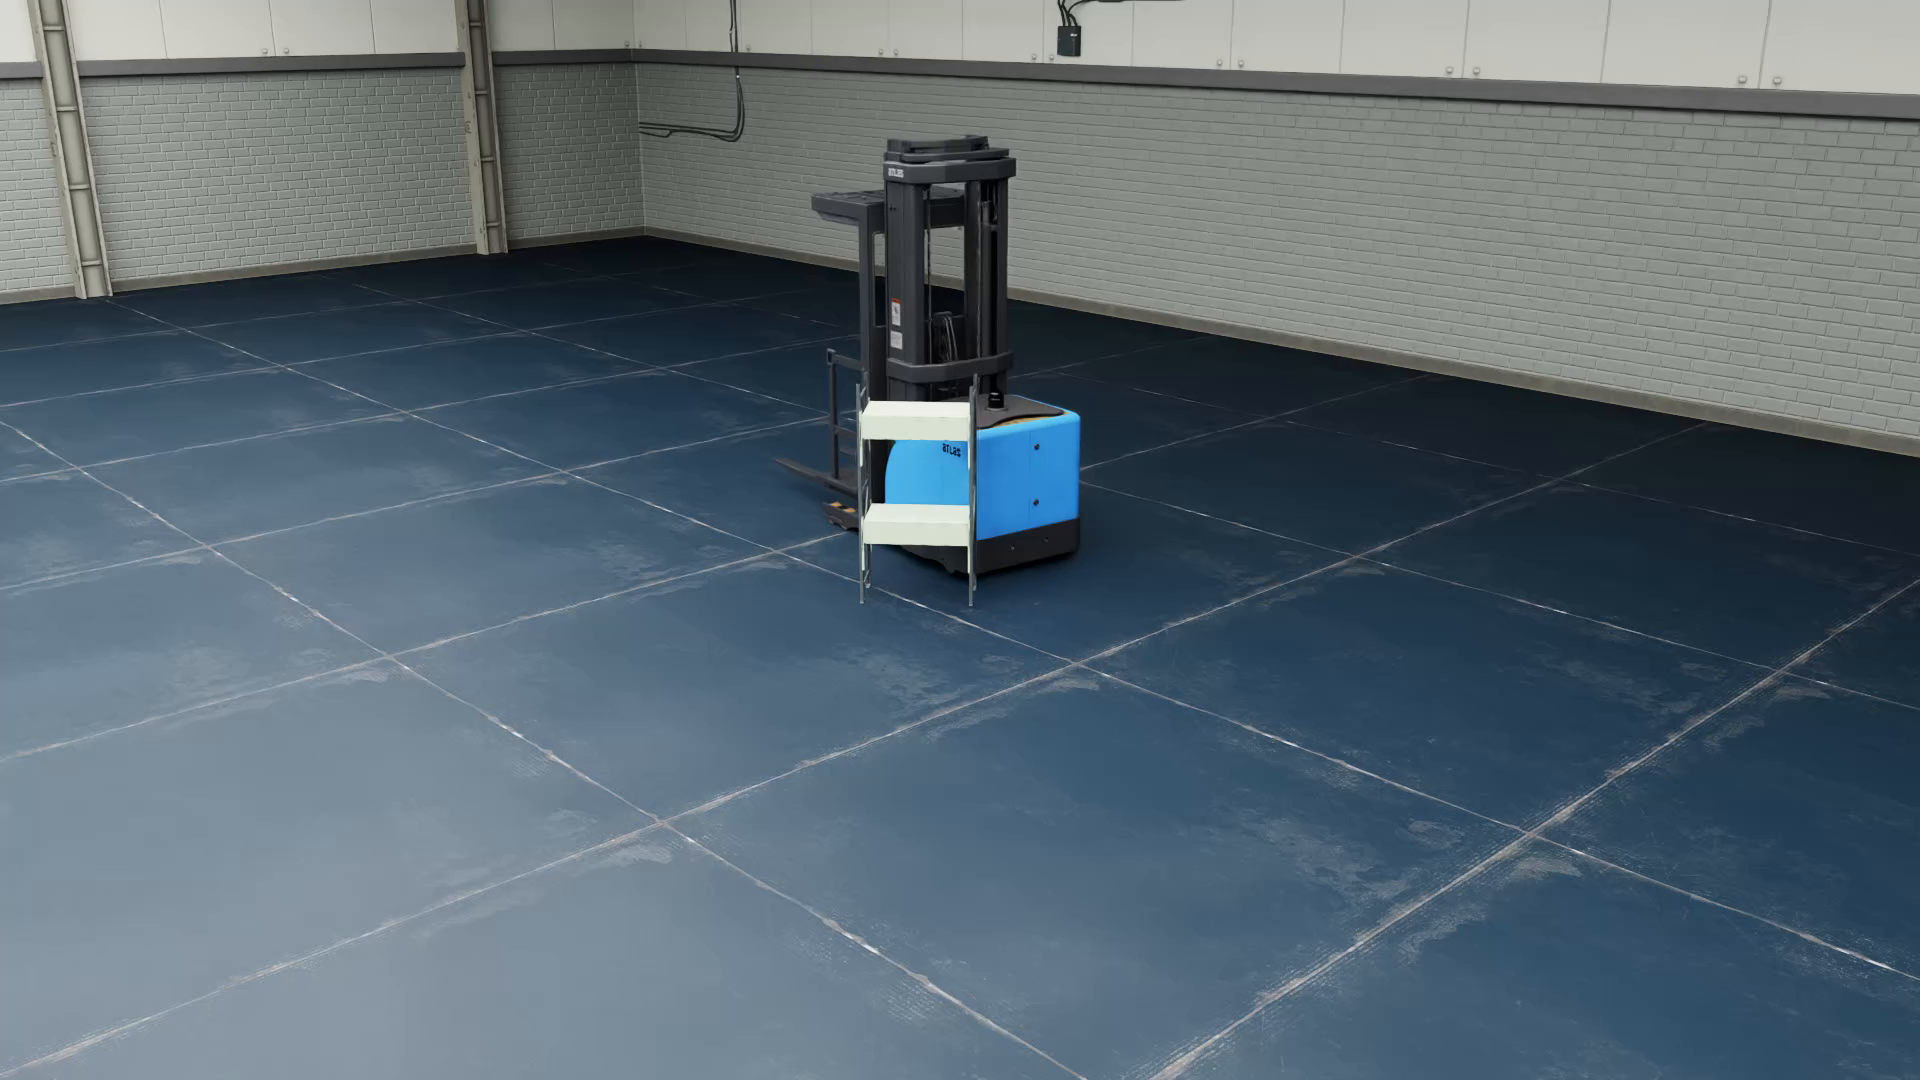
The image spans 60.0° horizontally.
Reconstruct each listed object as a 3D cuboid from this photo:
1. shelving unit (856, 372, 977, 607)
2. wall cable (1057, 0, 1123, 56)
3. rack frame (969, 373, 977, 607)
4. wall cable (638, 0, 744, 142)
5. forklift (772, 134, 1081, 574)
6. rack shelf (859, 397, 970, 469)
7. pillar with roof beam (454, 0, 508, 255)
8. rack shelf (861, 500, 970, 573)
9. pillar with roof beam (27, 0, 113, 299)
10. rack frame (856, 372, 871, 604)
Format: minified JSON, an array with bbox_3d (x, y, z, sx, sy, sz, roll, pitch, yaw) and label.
[{"bbox_3d":[-0.277,-0.338,11.096,0.755,1.500,0.431,1,18,4],"label":"shelving unit"},{"bbox_3d":[2.042,-8.717,19.265,0.169,6.003,2.305,-16,24,-41],"label":"wall cable"},{"bbox_3d":[0.088,-0.329,11.068,0.023,1.500,0.400,1,18,4],"label":"rack frame"},{"bbox_3d":[-4.469,-7.753,26.840,0.112,2.526,3.097,-16,24,-41],"label":"wall cable"},{"bbox_3d":[-0.405,-1.549,12.510,1.130,2.935,3.031,-13,22,-34],"label":"forklift"},{"bbox_3d":[-0.277,-0.709,10.975,0.720,0.370,0.431,1,18,4],"label":"rack shelf"},{"bbox_3d":[-4.561,-7.937,22.374,0.400,9.000,9.100,-16,24,-41],"label":"pillar with roof beam"},{"bbox_3d":[-0.277,-0.028,11.196,0.720,0.370,0.431,1,18,4],"label":"rack shelf"},{"bbox_3d":[-8.920,-6.666,18.453,0.400,9.000,9.100,-16,24,-41],"label":"pillar with roof beam"},{"bbox_3d":[-0.642,-0.347,11.123,0.023,1.500,0.400,1,18,4],"label":"rack frame"}]
